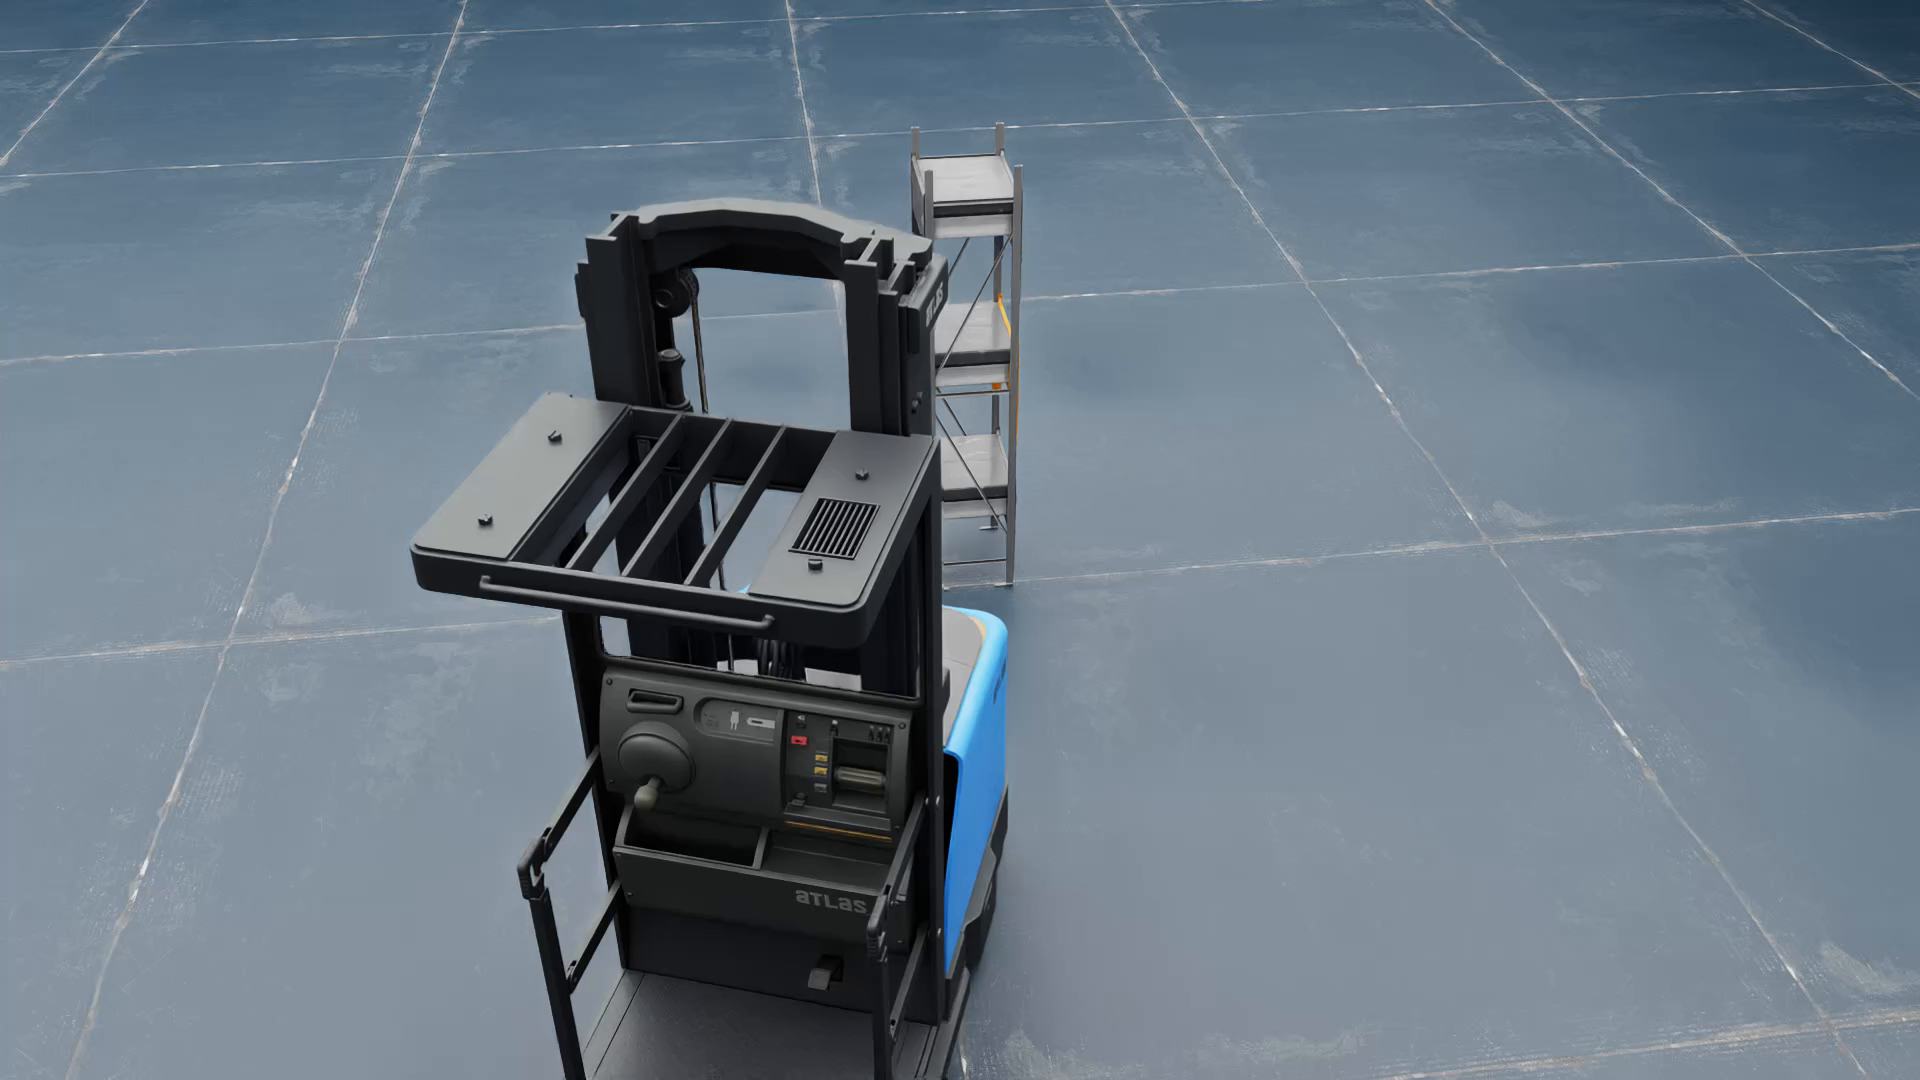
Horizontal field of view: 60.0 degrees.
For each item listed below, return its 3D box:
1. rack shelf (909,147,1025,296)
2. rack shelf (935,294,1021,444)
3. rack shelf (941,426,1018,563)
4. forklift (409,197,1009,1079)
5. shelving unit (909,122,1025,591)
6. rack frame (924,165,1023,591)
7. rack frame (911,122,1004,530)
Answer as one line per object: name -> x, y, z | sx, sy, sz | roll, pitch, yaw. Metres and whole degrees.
rack shelf -> 0.022, -1.342, 7.137 | 0.431, 0.518, 0.480 | -4, 35, -6
rack shelf -> 0.022, -0.764, 7.531 | 0.431, 0.518, 0.480 | -4, 35, -6
rack shelf -> 0.022, -0.186, 7.925 | 0.431, 0.518, 0.480 | -4, 35, -6
forklift -> -0.644, 0.686, 4.640 | 1.130, 2.935, 3.031 | 7, 35, 11
shelving unit -> 0.022, -0.775, 7.523 | 0.431, 2.100, 0.503 | -4, 35, -6
rack frame -> 0.055, -0.639, 7.323 | 0.400, 2.100, 0.015 | -4, 35, -6
rack frame -> -0.011, -0.911, 7.723 | 0.400, 2.100, 0.015 | -4, 35, -6
